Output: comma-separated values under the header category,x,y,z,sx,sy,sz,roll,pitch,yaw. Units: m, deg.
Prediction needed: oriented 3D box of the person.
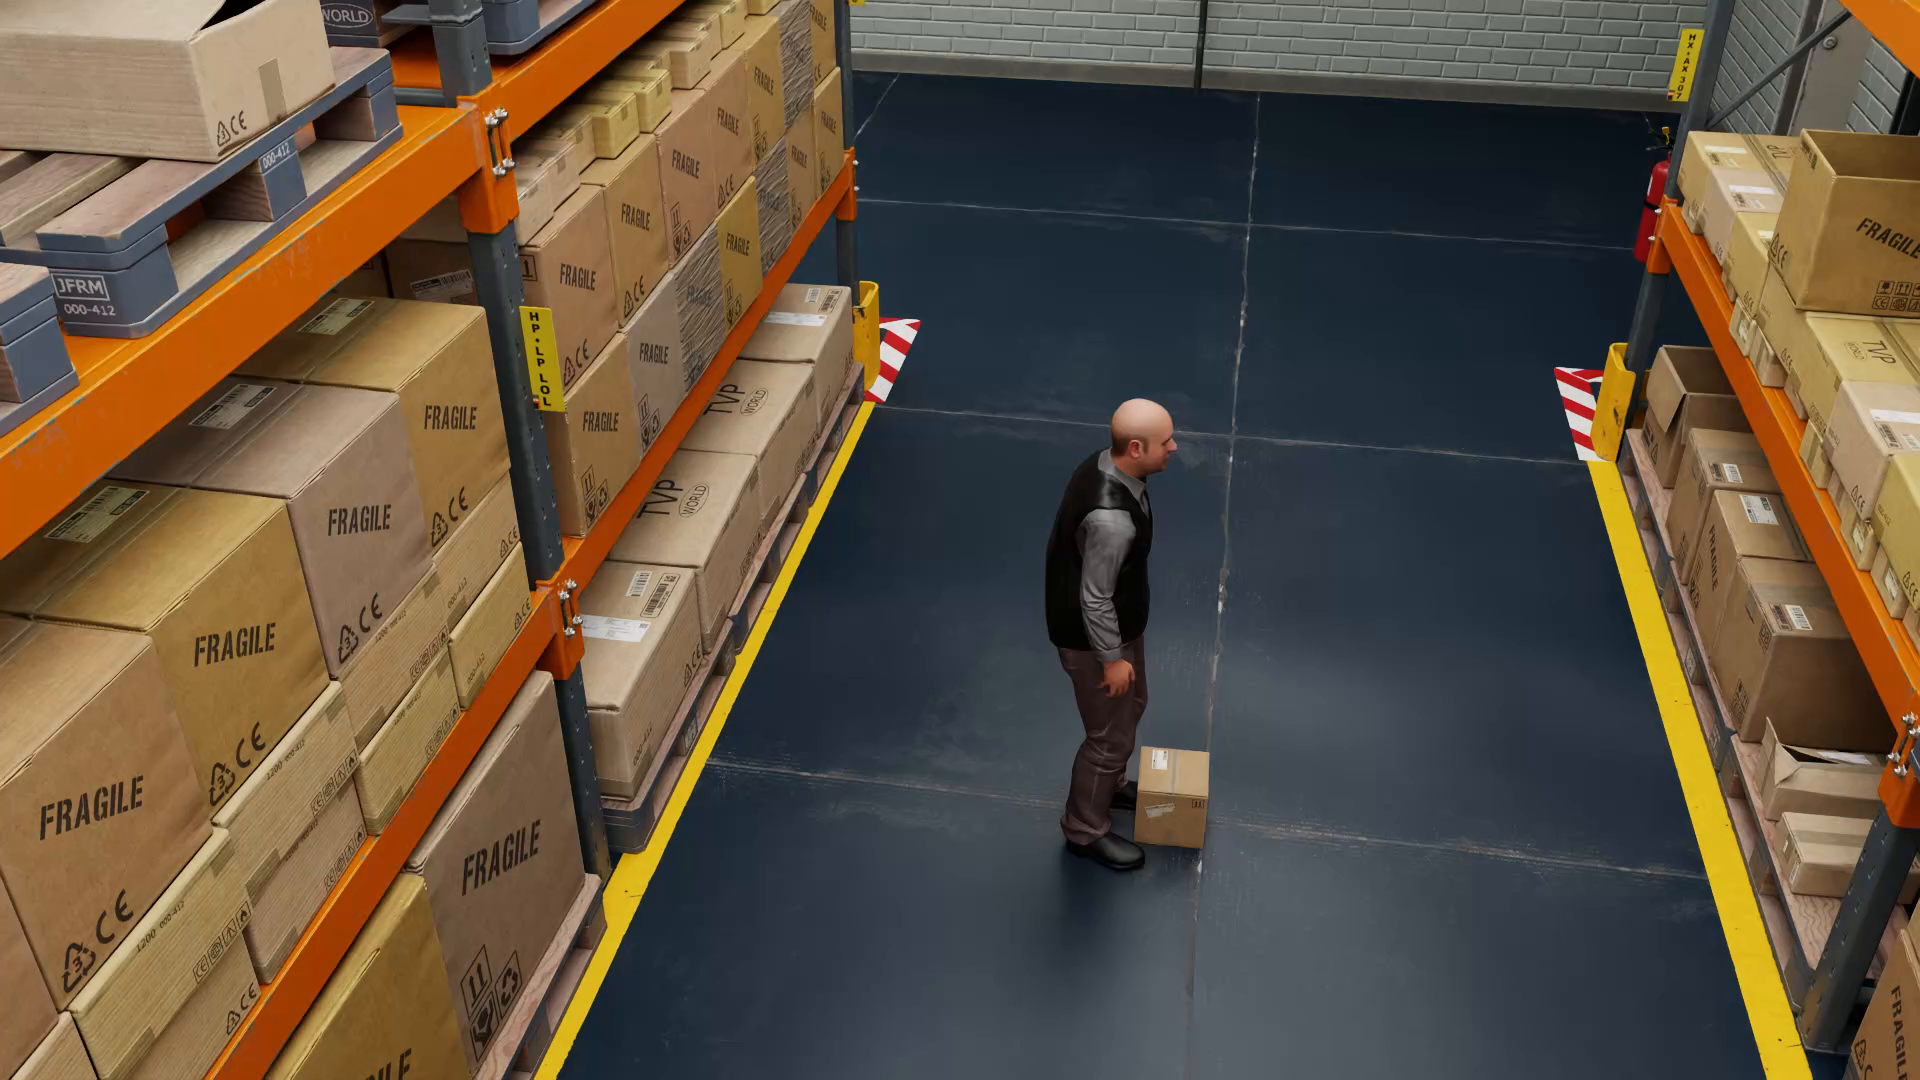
category,x,y,z,sx,sy,sz,roll,pitch,yaw
person,0.516,0.296,5.688,0.460,1.722,0.580,5,33,8
